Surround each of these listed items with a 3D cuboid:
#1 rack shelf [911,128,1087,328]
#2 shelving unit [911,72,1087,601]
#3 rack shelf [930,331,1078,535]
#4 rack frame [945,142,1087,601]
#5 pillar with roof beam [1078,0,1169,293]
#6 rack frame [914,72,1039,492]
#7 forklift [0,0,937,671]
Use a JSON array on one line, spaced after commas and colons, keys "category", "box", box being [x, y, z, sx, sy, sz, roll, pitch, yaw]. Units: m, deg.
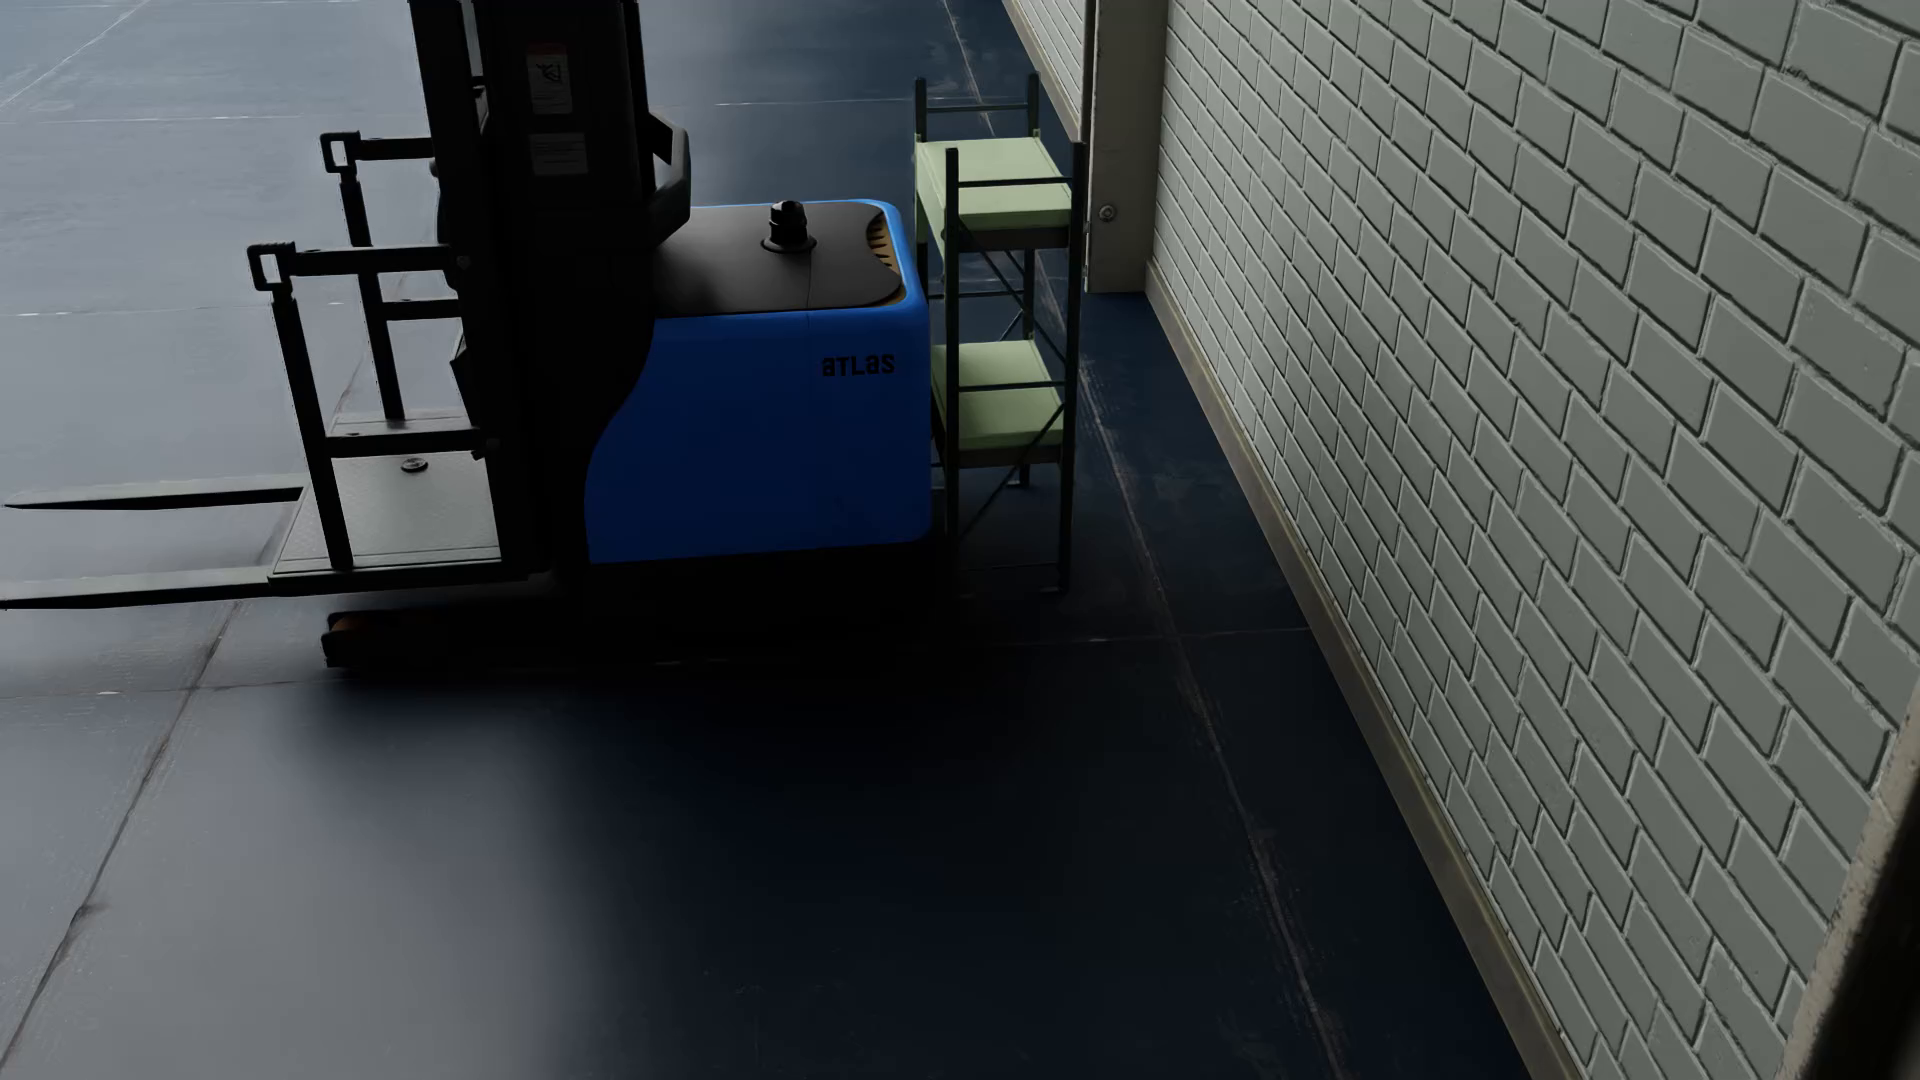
[{"category": "rack shelf", "box": [0.106, -0.986, 5.177, 0.431, 0.370, 0.720, -4, 31, -7]}, {"category": "shelving unit", "box": [0.106, -0.651, 5.377, 0.431, 1.500, 0.755, -4, 31, -7]}, {"category": "rack shelf", "box": [0.106, -0.371, 5.545, 0.431, 0.370, 0.720, -4, 31, -7]}, {"category": "rack frame", "box": [0.158, -0.465, 5.066, 0.400, 1.500, 0.023, -4, 31, -7]}, {"category": "pillar with roof beam", "box": [-3.570, -4.902, 5.181, 9.100, 9.000, 0.400, -3, 31, -5]}, {"category": "rack frame", "box": [0.054, -0.837, 5.688, 0.400, 1.500, 0.023, -4, 31, -7]}, {"category": "forklift", "box": [-1.633, -1.147, 4.811, 3.031, 2.935, 1.130, -4, 31, -7]}]
